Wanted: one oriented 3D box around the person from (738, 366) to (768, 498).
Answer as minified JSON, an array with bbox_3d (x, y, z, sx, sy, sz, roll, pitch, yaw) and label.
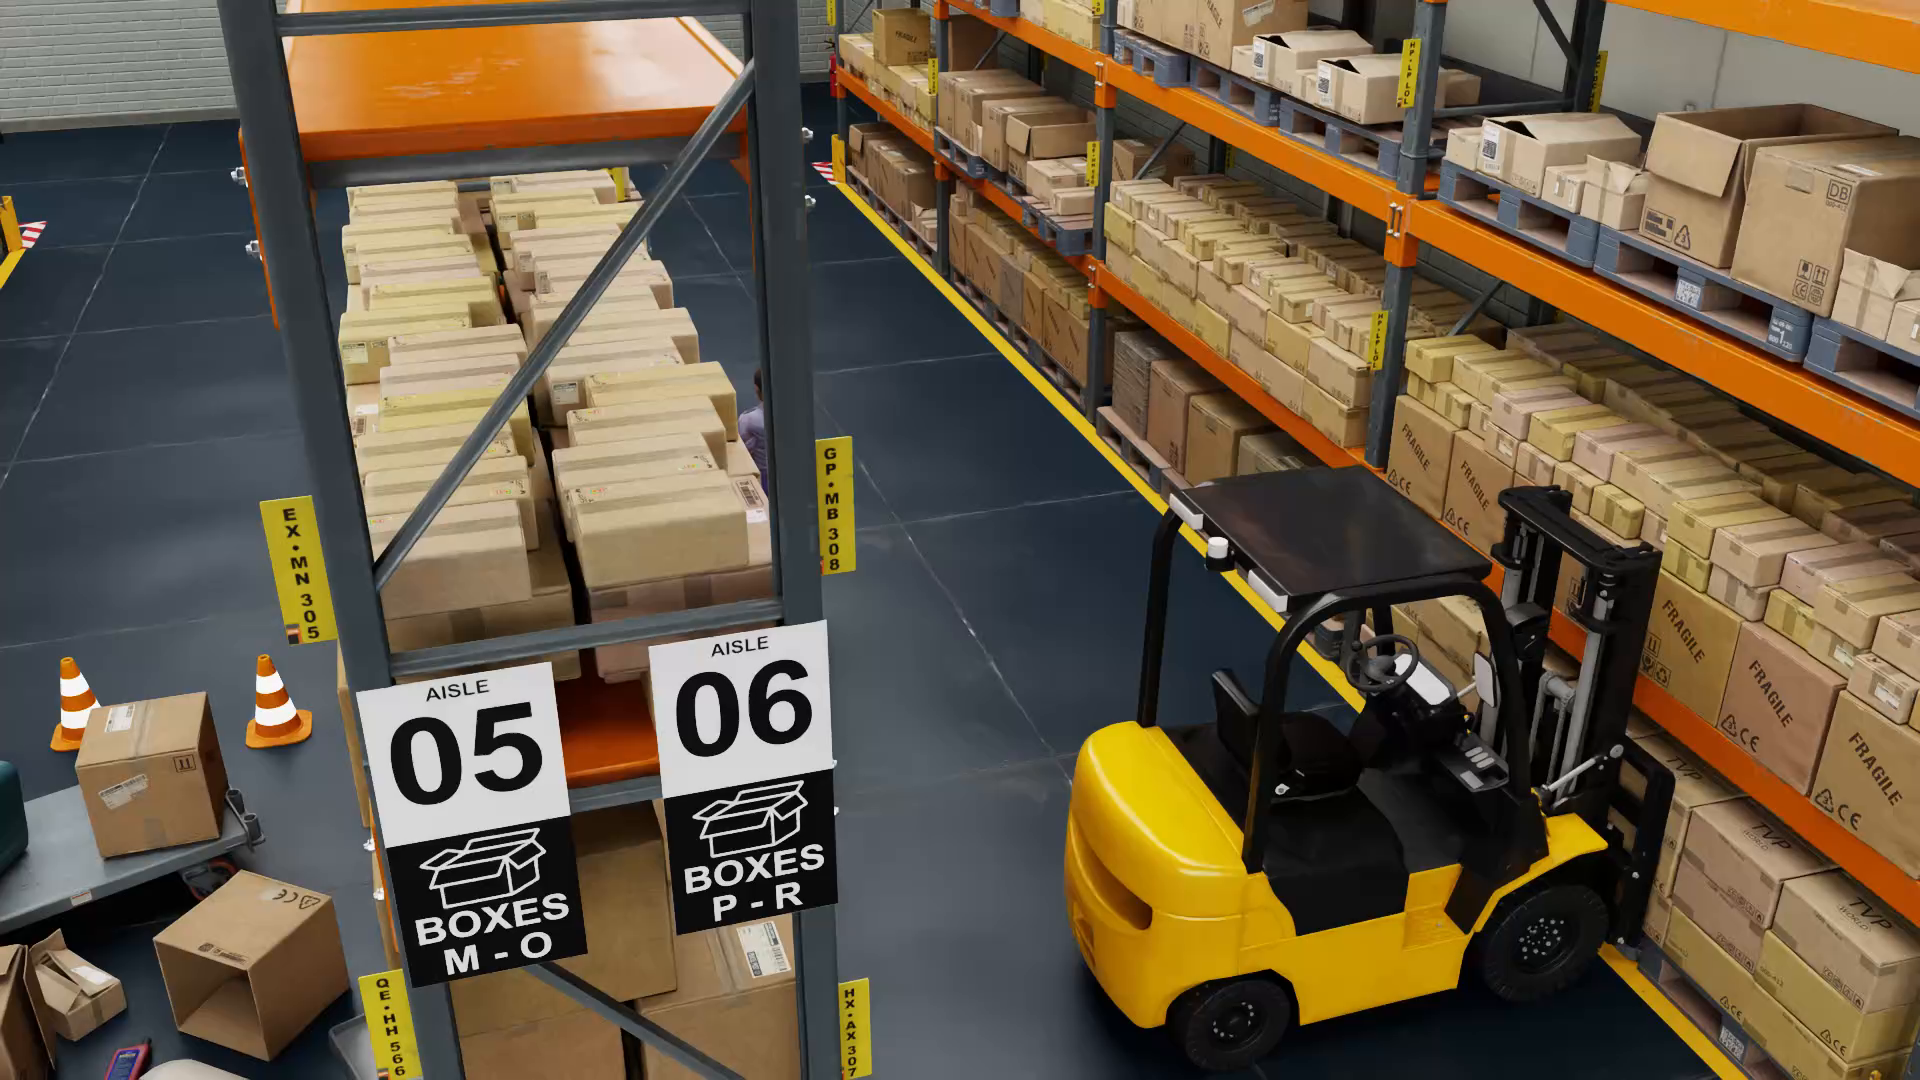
[{"bbox_3d":[-1.101,-0.259,9.936,0.467,1.615,0.340,-8,28,-15],"label":"person"}]
